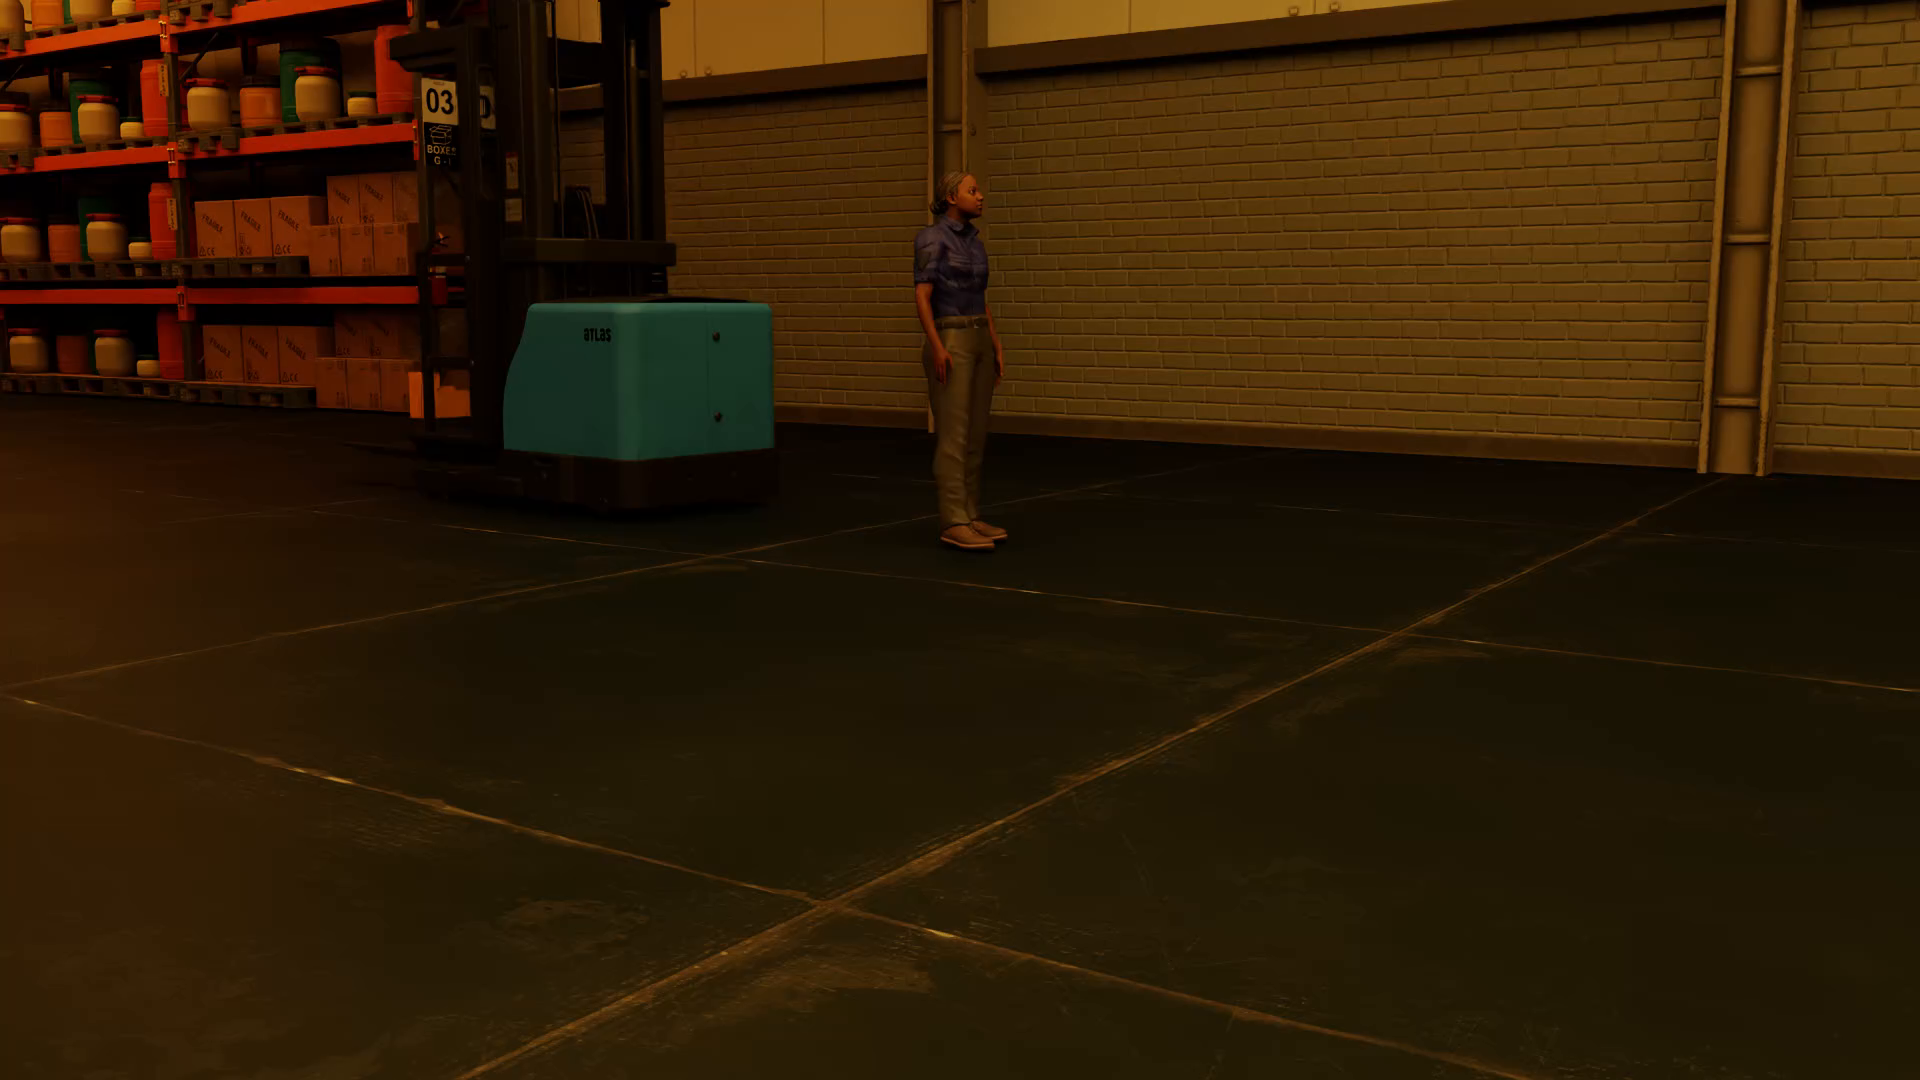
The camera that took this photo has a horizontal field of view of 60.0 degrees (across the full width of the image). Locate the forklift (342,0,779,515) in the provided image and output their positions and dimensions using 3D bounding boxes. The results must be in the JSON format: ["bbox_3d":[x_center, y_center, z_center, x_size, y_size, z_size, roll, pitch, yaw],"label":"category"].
[{"bbox_3d":[-2.418,-1.719,9.283,3.031,2.935,1.130,7,11,40],"label":"forklift"}]

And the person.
[{"bbox_3d":[0.062,-0.817,7.422,0.503,1.656,0.570,5,10,34],"label":"person"}]
